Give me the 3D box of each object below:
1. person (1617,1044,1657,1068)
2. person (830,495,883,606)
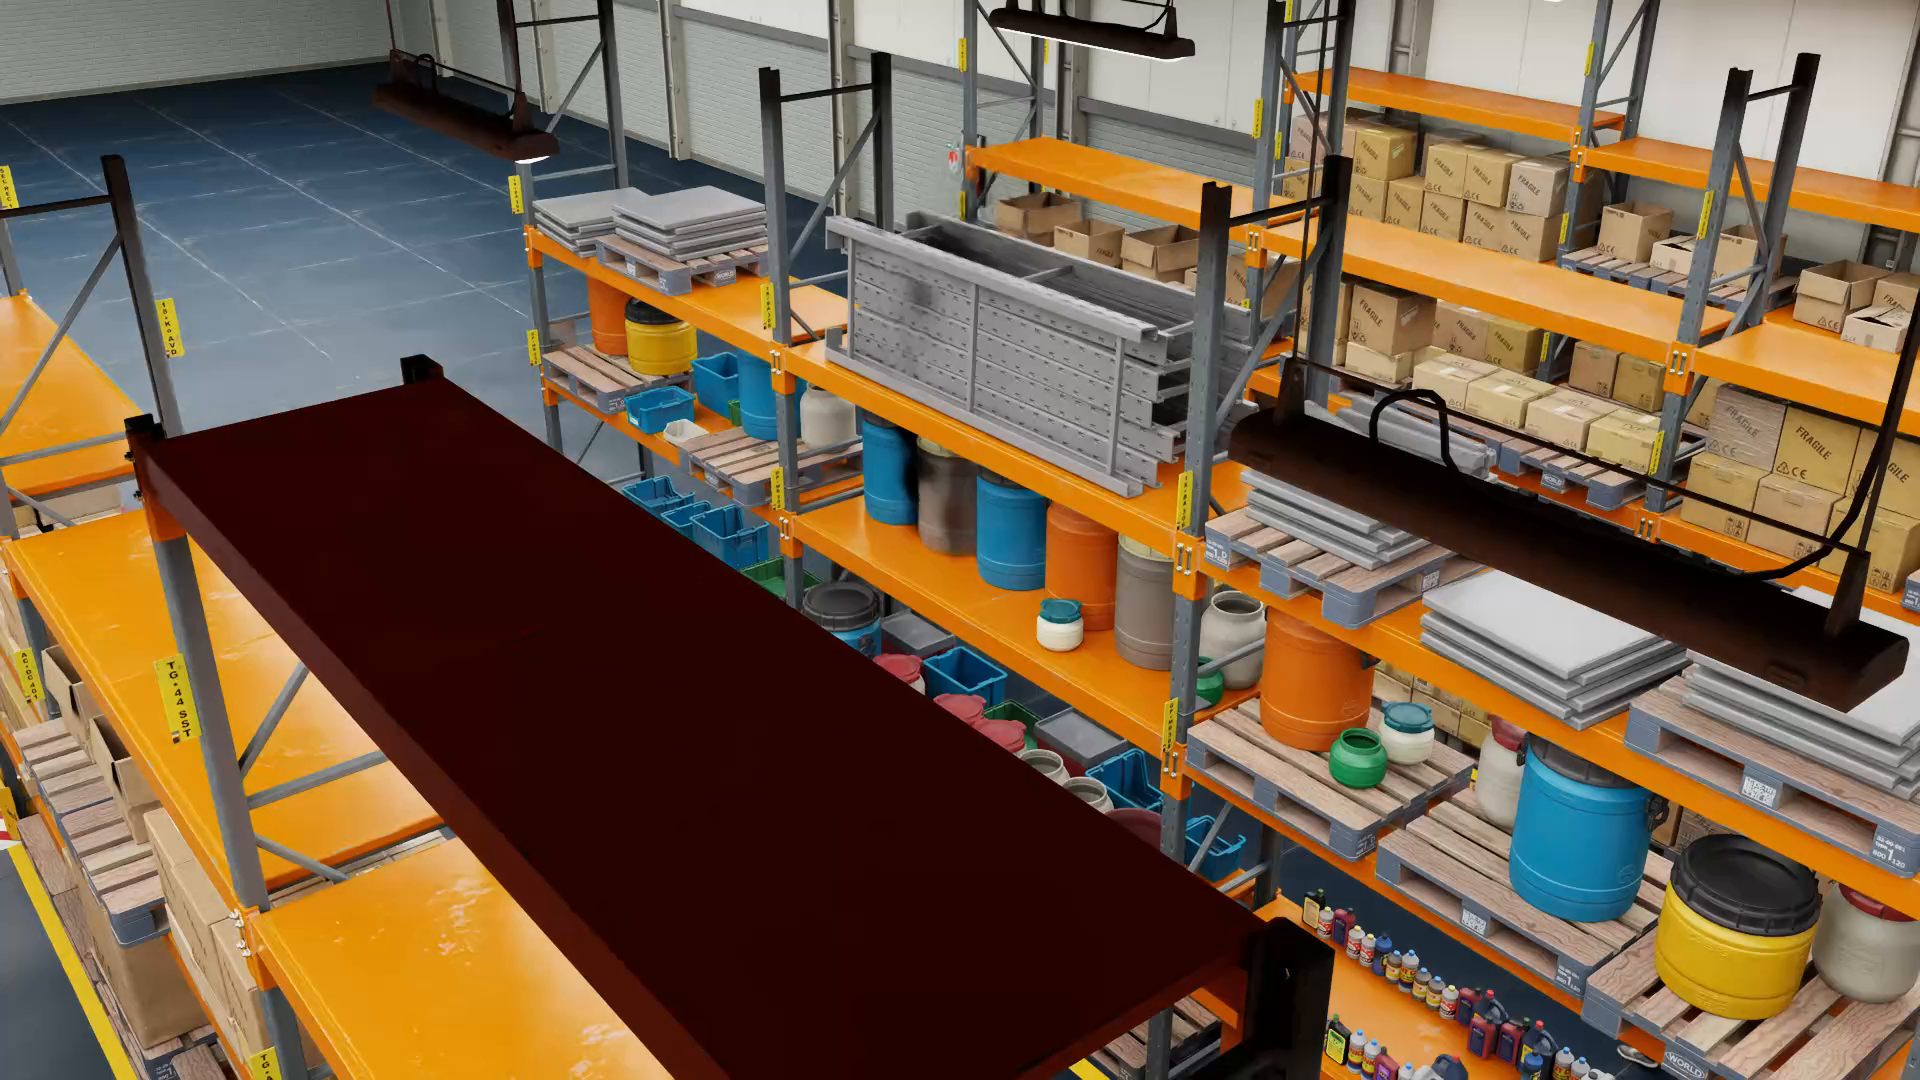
[{"bbox_3d":[4.572,2.833,10.767,0.541,1.470,0.545,-23,34,-39],"label":"person"},{"bbox_3d":[-1.053,0.136,16.182,0.558,1.605,0.583,21,33,36],"label":"person"}]
